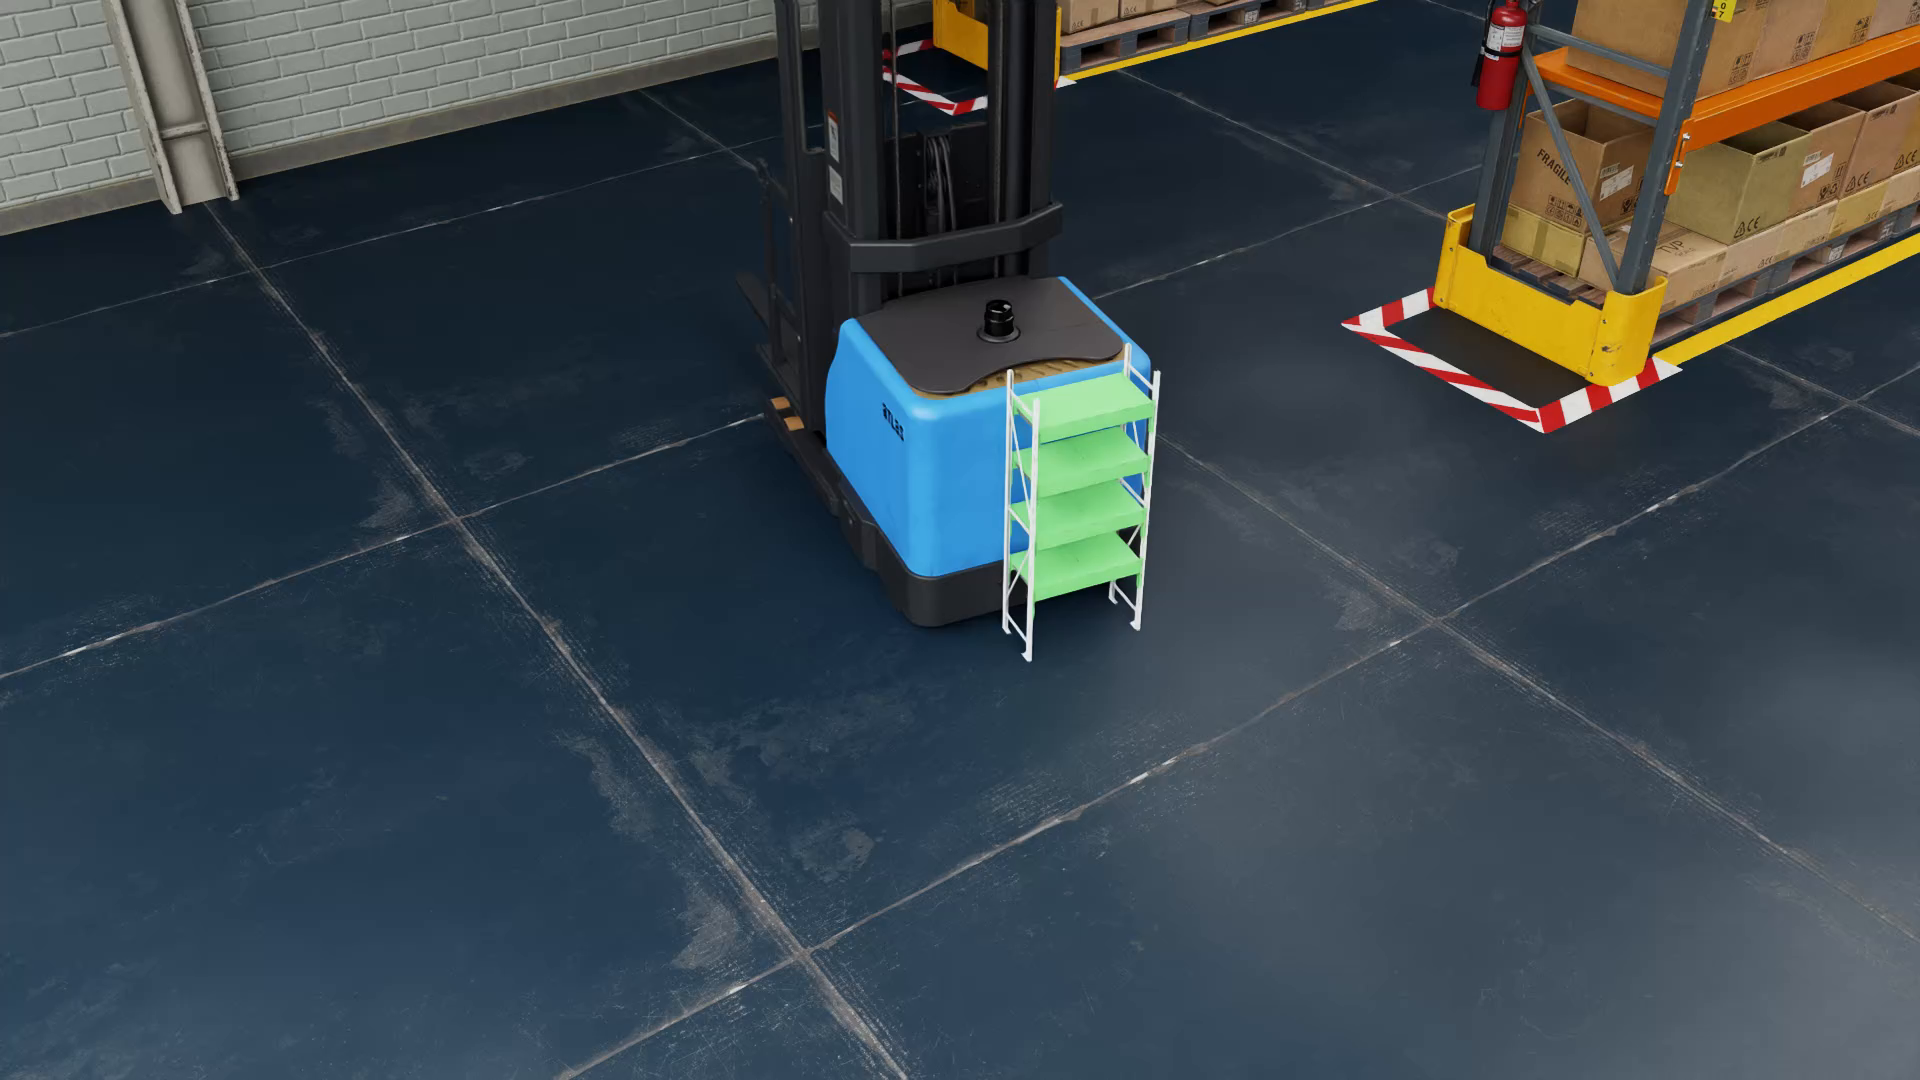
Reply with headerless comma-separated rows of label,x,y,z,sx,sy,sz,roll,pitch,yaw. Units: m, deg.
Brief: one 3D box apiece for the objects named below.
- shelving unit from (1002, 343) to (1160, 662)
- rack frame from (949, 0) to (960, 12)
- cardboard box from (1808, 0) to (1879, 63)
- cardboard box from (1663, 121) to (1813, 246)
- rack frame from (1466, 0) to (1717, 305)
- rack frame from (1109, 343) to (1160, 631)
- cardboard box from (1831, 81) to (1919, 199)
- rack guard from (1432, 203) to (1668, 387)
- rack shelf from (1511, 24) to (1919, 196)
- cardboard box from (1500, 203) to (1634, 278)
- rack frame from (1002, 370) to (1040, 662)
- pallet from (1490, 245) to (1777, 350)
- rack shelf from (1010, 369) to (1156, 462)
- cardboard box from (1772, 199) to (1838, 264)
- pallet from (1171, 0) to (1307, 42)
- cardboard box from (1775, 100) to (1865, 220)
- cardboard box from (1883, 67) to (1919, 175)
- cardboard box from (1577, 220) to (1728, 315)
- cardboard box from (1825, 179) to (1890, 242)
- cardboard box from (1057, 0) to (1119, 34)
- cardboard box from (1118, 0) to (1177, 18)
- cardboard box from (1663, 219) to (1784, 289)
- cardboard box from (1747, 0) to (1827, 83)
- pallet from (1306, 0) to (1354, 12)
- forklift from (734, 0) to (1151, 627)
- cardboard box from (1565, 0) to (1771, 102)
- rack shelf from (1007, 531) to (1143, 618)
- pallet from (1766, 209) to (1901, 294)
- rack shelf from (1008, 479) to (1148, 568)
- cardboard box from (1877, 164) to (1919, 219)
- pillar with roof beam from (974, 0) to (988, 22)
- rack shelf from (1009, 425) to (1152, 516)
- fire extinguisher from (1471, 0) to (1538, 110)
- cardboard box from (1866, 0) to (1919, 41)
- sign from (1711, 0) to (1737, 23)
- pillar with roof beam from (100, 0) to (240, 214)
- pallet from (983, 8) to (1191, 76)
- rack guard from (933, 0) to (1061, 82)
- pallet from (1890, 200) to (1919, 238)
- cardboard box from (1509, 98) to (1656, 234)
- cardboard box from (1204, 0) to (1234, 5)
shelving unit,0.451,-0.126,6.398,0.503,1.200,0.258,-14,38,-19
rack frame,0.189,-4.677,11.185,0.127,3.000,1.000,-22,41,-28
cardboard box,4.270,-2.849,8.557,0.500,0.500,0.700,-22,41,-28
cardboard box,4.020,-1.916,8.699,0.500,0.500,0.500,-22,41,-28
rack frame,3.045,-2.314,7.899,0.127,3.000,1.000,-22,41,-28
rack frame,0.674,-0.184,6.478,0.015,1.200,0.240,-14,38,-19
cardboard box,4.840,-2.251,9.163,0.500,0.500,0.500,-22,41,-28
rack guard,3.026,-1.292,8.618,0.348,0.500,1.175,-22,41,-28
rack shelf,4.680,-2.695,9.044,4.000,0.370,1.077,-22,41,-28
cardboard box,3.314,-1.690,9.026,0.500,0.250,0.500,-22,41,-28
rack frame,0.227,-0.069,6.318,0.015,1.200,0.240,-14,38,-19
pallet,3.646,-1.460,9.099,1.213,0.211,1.003,-22,41,-28
rack shelf,0.451,-0.464,6.155,0.480,0.148,0.258,-14,38,-19
cardboard box,4.427,-1.781,9.152,0.500,0.250,0.500,-22,41,-28
pallet,1.932,-4.235,12.958,1.213,0.211,1.003,-22,41,-28
cardboard box,4.421,-2.091,8.941,0.500,0.500,0.500,-22,41,-28
cardboard box,5.240,-2.426,9.407,0.500,0.500,0.500,-22,41,-28
cardboard box,3.612,-1.443,8.682,0.500,0.250,0.500,-22,41,-28
cardboard box,4.839,-1.947,9.383,0.500,0.250,0.500,-22,41,-28
cardboard box,0.806,-3.954,12.105,0.500,0.311,0.500,-28,44,-33
cardboard box,1.272,-4.146,12.372,0.500,0.311,0.500,-19,40,-24
cardboard box,4.019,-1.613,8.919,0.500,0.250,0.500,-22,41,-28
cardboard box,3.861,-2.685,8.329,0.500,0.500,0.700,-21,41,-27
pallet,2.930,-4.648,13.532,1.213,0.211,1.003,-22,41,-28
forklift,-0.292,-1.697,7.099,1.130,2.935,3.031,-14,38,-19
cardboard box,3.434,-2.506,8.080,0.500,0.500,0.700,-22,41,-28
rack shelf,0.451,0.120,6.575,0.480,0.148,0.258,-14,38,-19
pallet,4.643,-1.868,9.666,1.213,0.211,1.003,-22,41,-28
rack shelf,0.451,-0.074,6.435,0.480,0.148,0.258,-14,38,-19
cardboard box,5.247,-2.115,9.617,0.500,0.250,0.500,-22,41,-28
pillar with roof beam,2.743,-5.707,7.478,0.400,9.000,9.100,-22,41,-28
rack shelf,0.451,-0.269,6.295,0.480,0.148,0.258,-14,38,-19
fire extinguisher,2.681,-2.465,8.175,0.183,0.674,0.296,-22,41,-28
cardboard box,4.698,-3.028,8.806,0.500,0.500,0.700,-21,41,-27
sign,3.360,-2.431,7.252,0.005,0.325,0.100,-22,41,-28
pillar with roof beam,-2.162,-3.688,4.671,0.400,9.000,9.100,-22,41,-28
pallet,0.935,-3.827,12.391,1.213,0.211,1.003,-22,41,-28
rack guard,0.251,-3.688,11.950,0.348,0.500,1.175,-22,41,-28
pallet,5.641,-2.280,10.240,1.213,0.211,1.003,-22,41,-28
cardboard box,3.312,-1.996,8.809,0.500,0.500,0.500,-22,41,-28
cardboard box,1.901,-4.446,12.626,0.500,0.500,0.700,-25,43,-31
